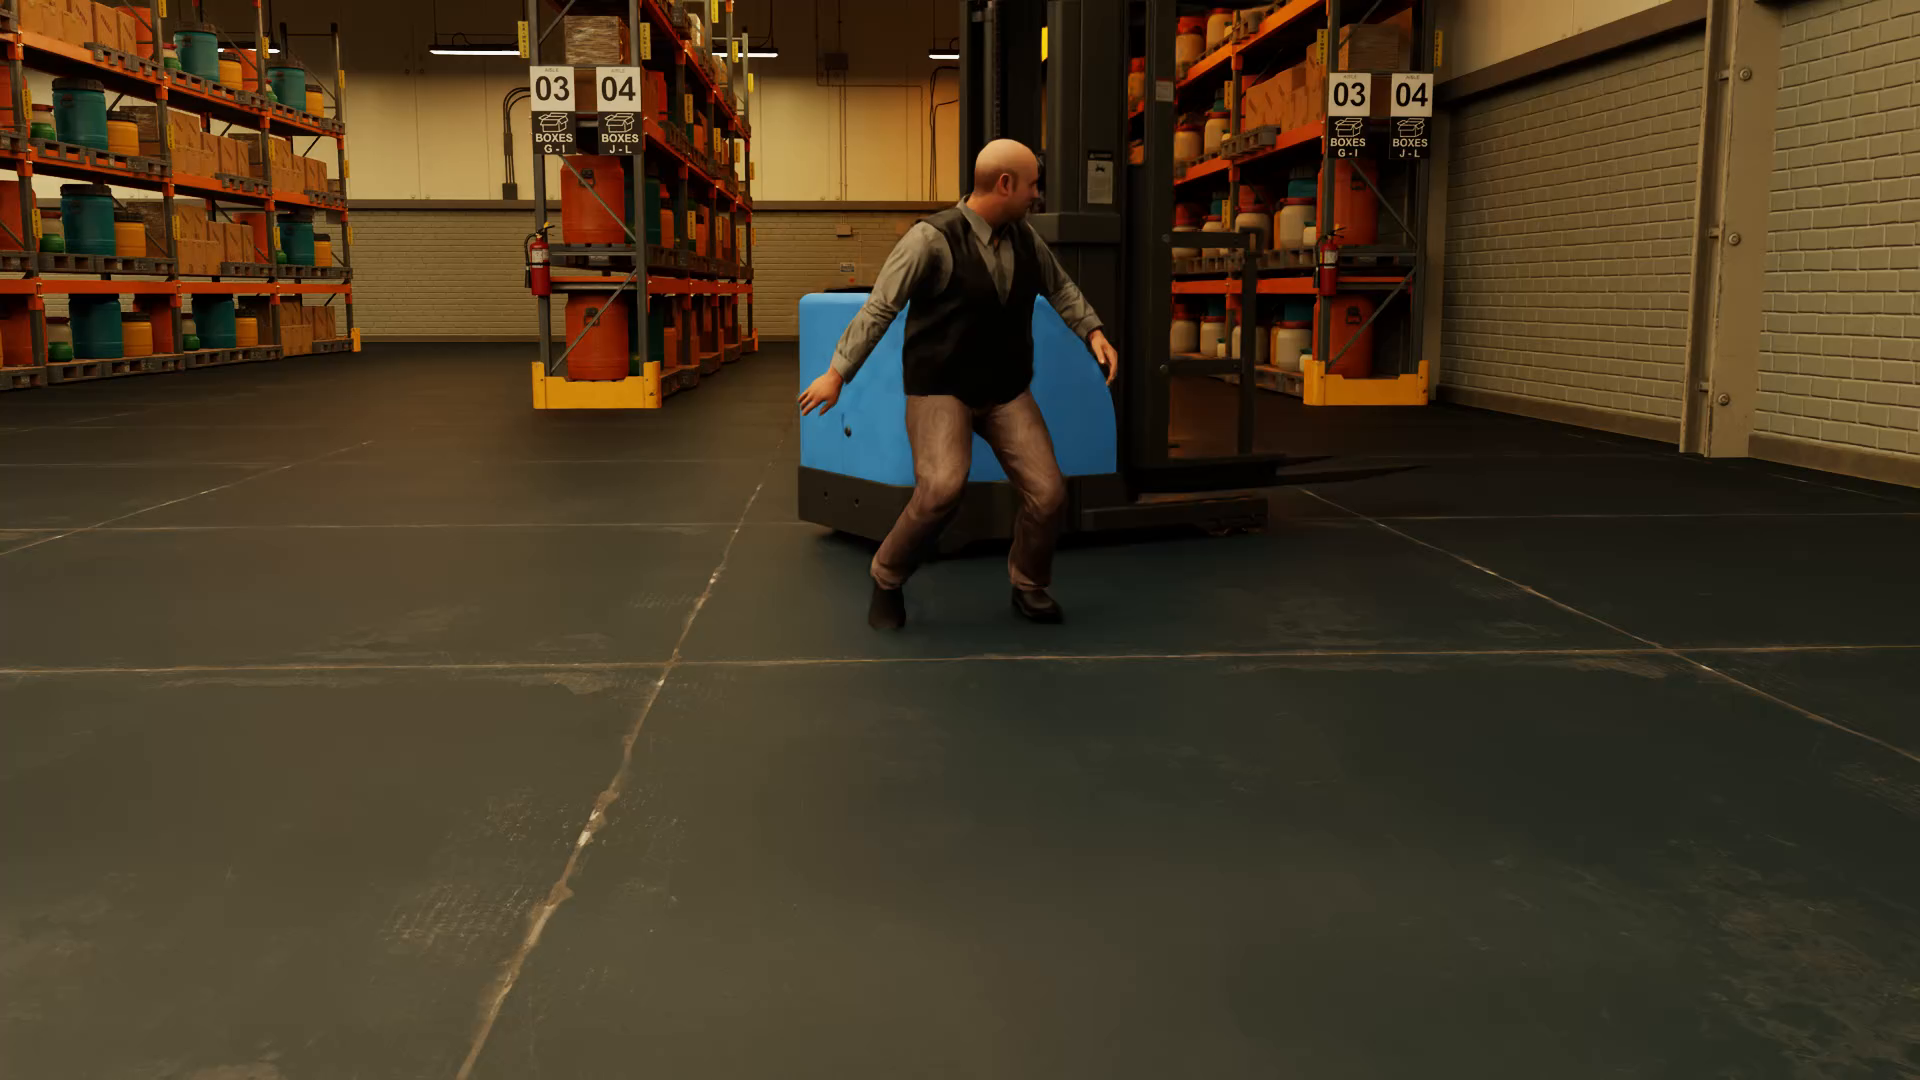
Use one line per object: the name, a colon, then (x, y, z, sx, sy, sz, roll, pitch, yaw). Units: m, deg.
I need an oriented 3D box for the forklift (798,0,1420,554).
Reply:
forklift: (0.808, -1.527, 7.616, 3.031, 2.935, 1.130, -5, 10, -30)

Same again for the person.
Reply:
person: (-0.002, -0.450, 5.306, 0.967, 1.607, 0.502, -4, 10, -28)
